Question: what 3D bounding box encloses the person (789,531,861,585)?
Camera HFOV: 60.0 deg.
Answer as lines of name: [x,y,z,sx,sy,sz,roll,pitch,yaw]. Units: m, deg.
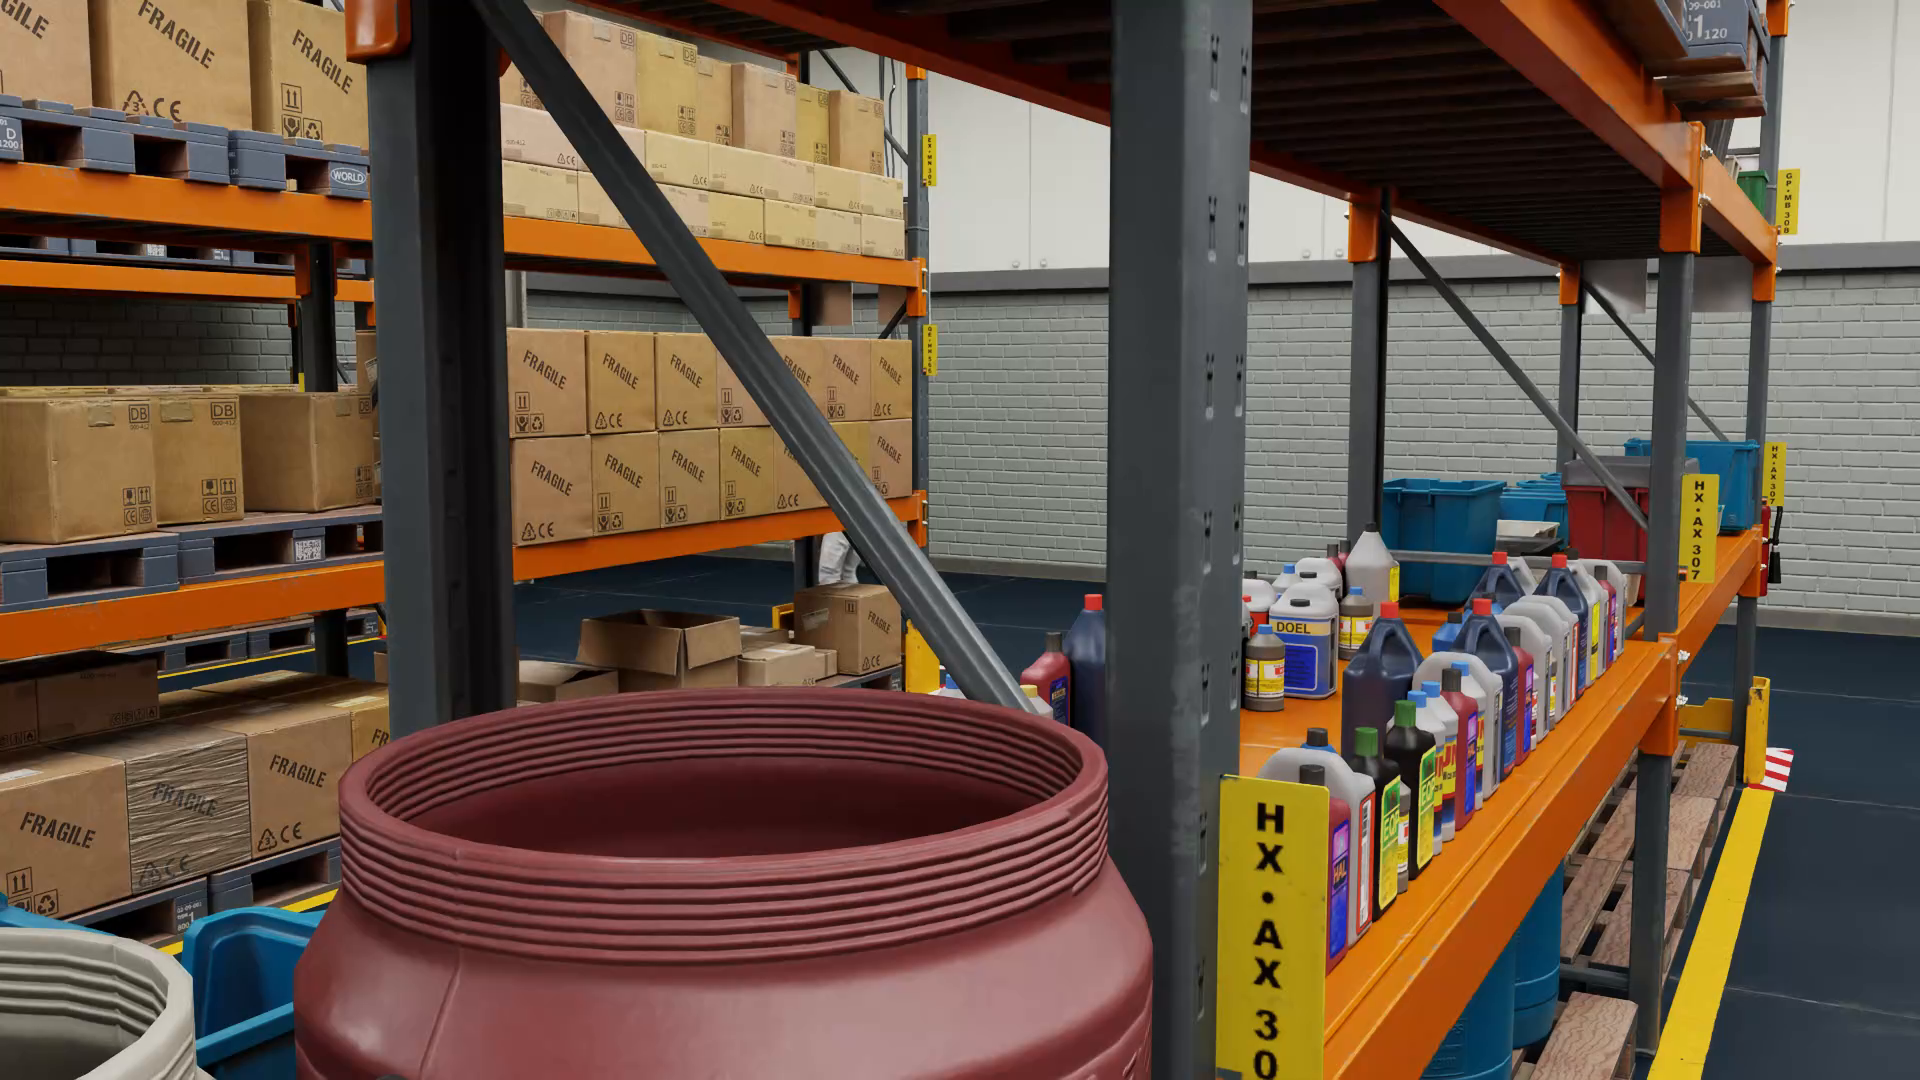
person: [-1.057,-0.052,13.114,0.715,1.655,0.483,3,7,27]
